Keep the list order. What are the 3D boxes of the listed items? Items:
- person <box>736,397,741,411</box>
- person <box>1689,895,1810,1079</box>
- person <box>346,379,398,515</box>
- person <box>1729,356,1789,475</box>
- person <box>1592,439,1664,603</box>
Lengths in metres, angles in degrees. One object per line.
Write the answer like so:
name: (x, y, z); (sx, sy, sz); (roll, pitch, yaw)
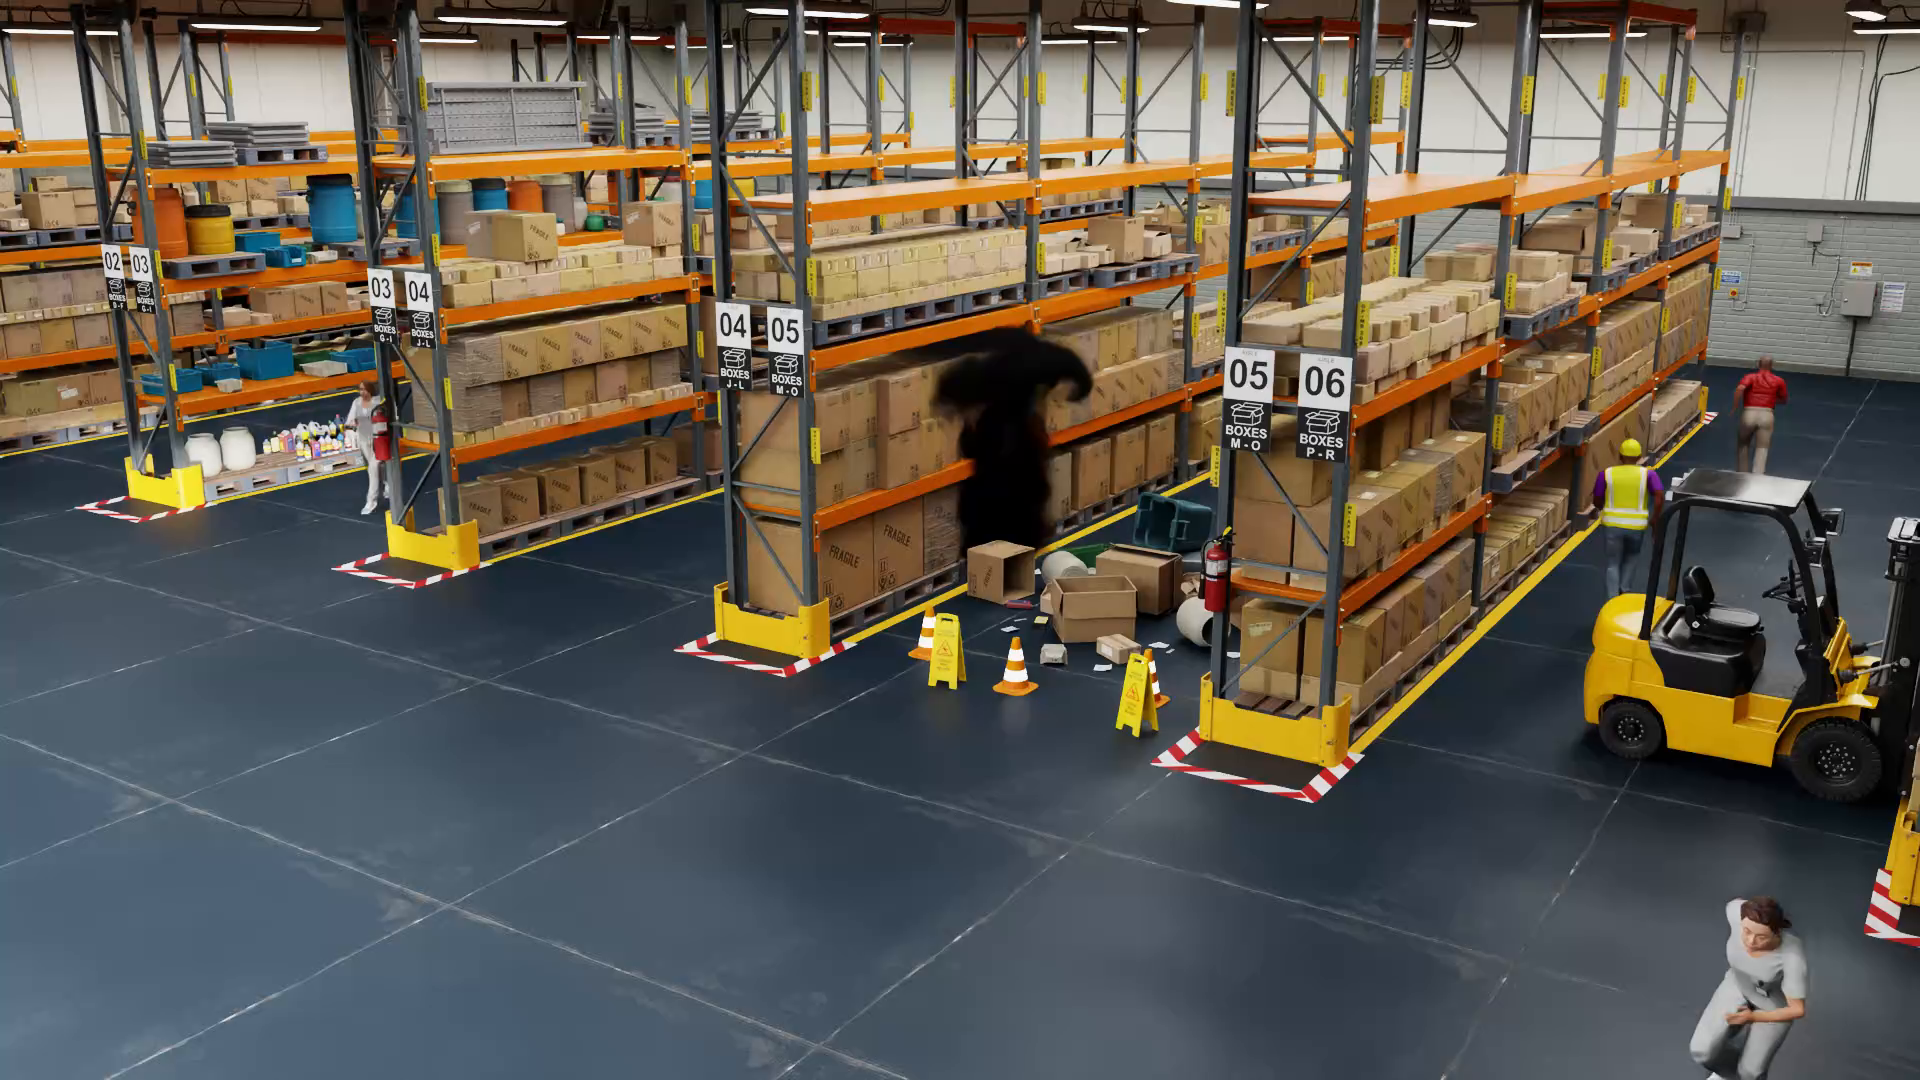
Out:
person: (-3.687, -2.705, 26.009); (0.609, 1.573, 0.799); (5, 16, 17)
person: (3.926, 2.310, 8.200); (0.937, 1.435, 0.548); (-14, 21, -41)
person: (-7.206, -1.147, 20.461); (0.505, 1.506, 0.861); (3, 16, 12)
person: (10.288, -1.502, 21.461); (0.677, 1.723, 1.008); (6, 17, 21)
person: (6.549, -0.105, 16.401); (0.645, 1.777, 0.825); (5, 16, 19)
